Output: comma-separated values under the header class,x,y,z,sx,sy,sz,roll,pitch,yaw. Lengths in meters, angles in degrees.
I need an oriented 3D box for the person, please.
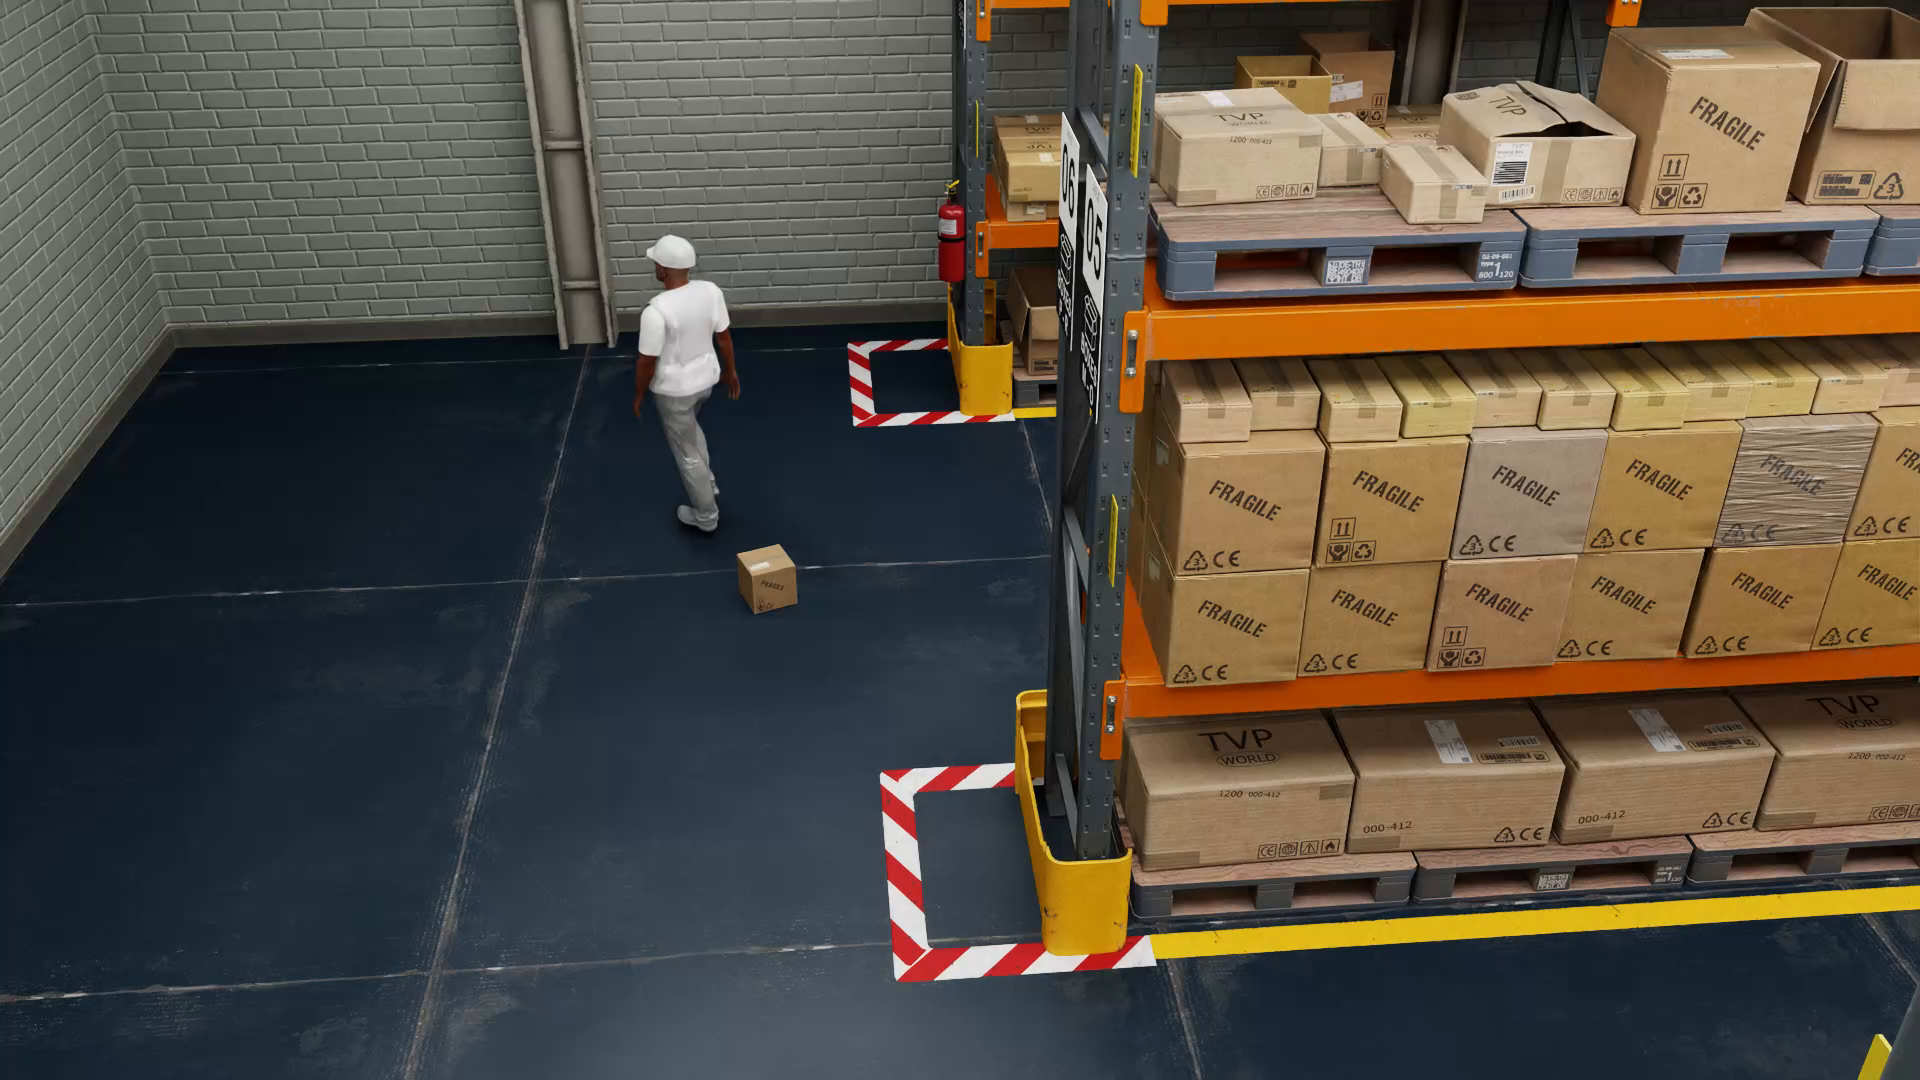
class,x,y,z,sx,sy,sz,roll,pitch,yaw
person,-1.587,-0.880,9.475,0.509,1.810,0.617,21,37,31
